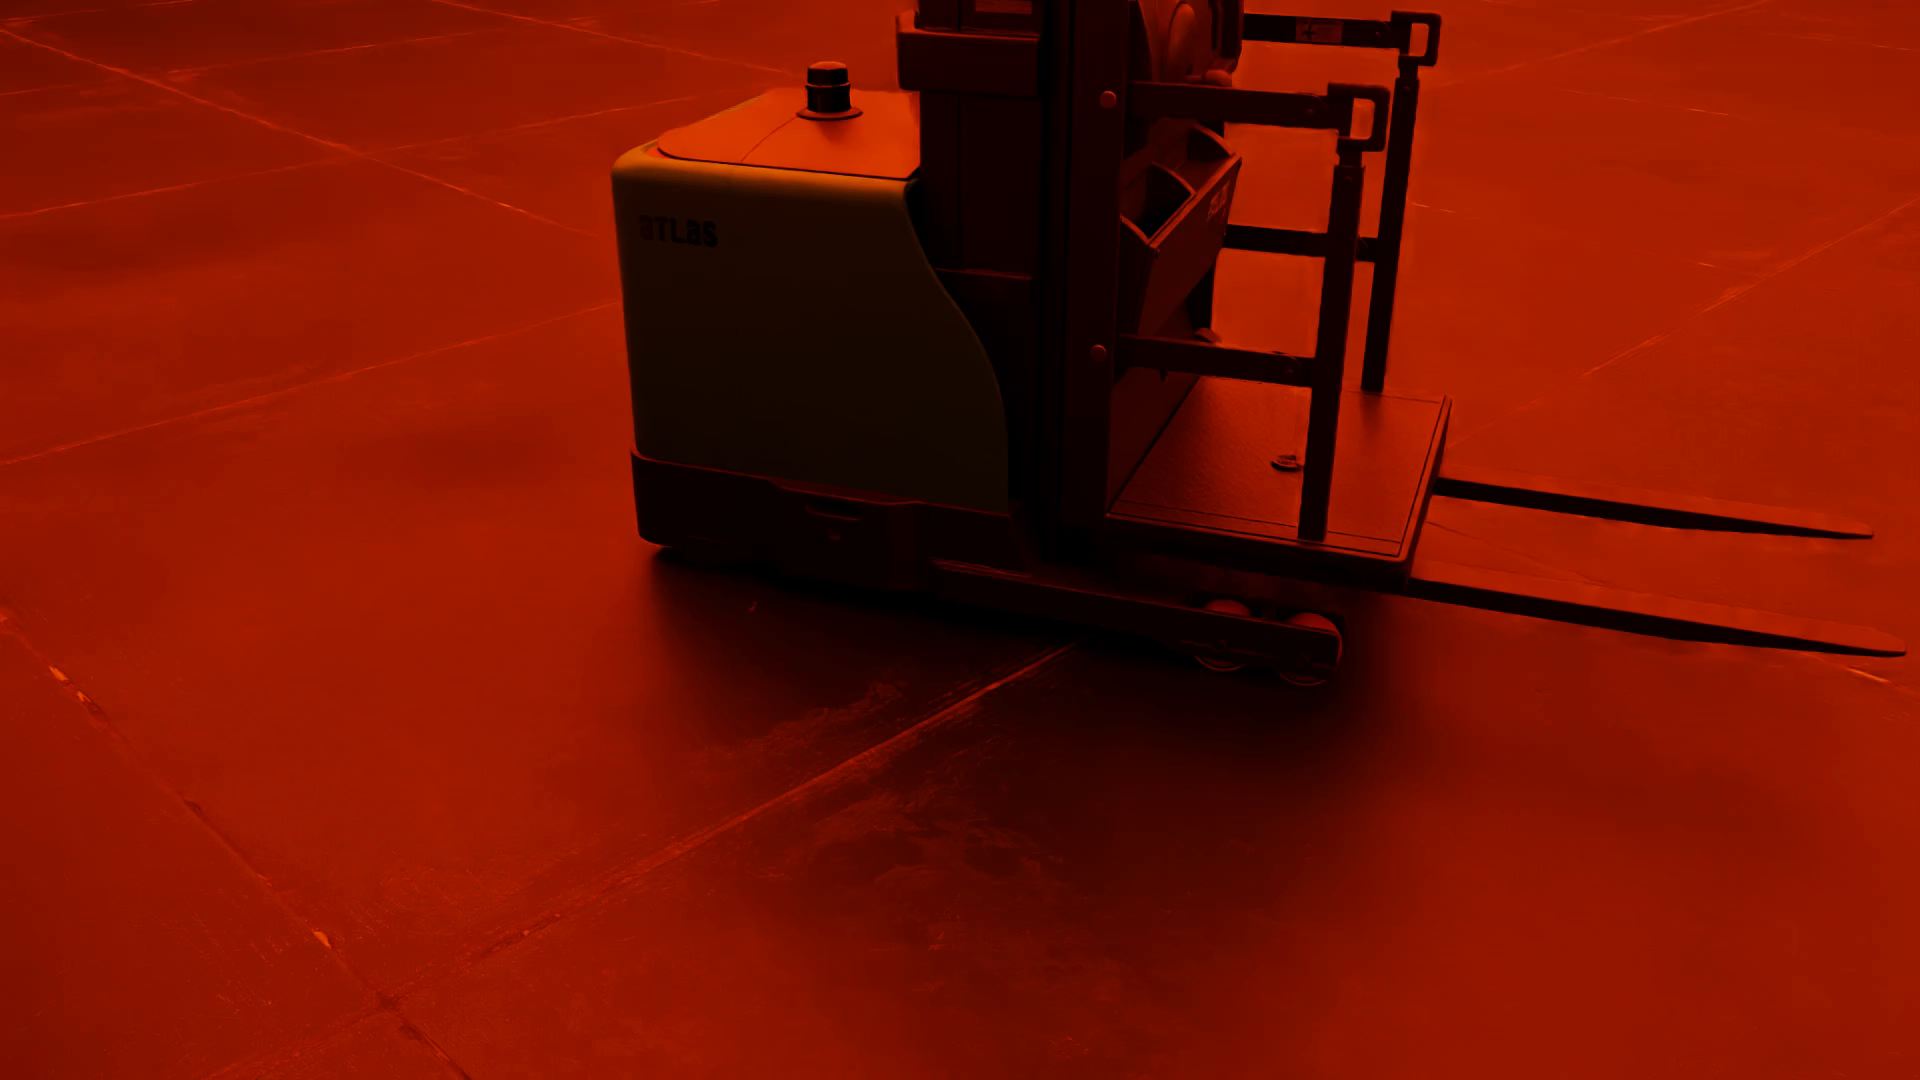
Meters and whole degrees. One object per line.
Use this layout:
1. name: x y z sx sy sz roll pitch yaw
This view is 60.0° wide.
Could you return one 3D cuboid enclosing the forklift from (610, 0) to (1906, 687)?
1. forklift: 0.711 -1.242 3.746 3.031 2.935 1.130 9 28 18
